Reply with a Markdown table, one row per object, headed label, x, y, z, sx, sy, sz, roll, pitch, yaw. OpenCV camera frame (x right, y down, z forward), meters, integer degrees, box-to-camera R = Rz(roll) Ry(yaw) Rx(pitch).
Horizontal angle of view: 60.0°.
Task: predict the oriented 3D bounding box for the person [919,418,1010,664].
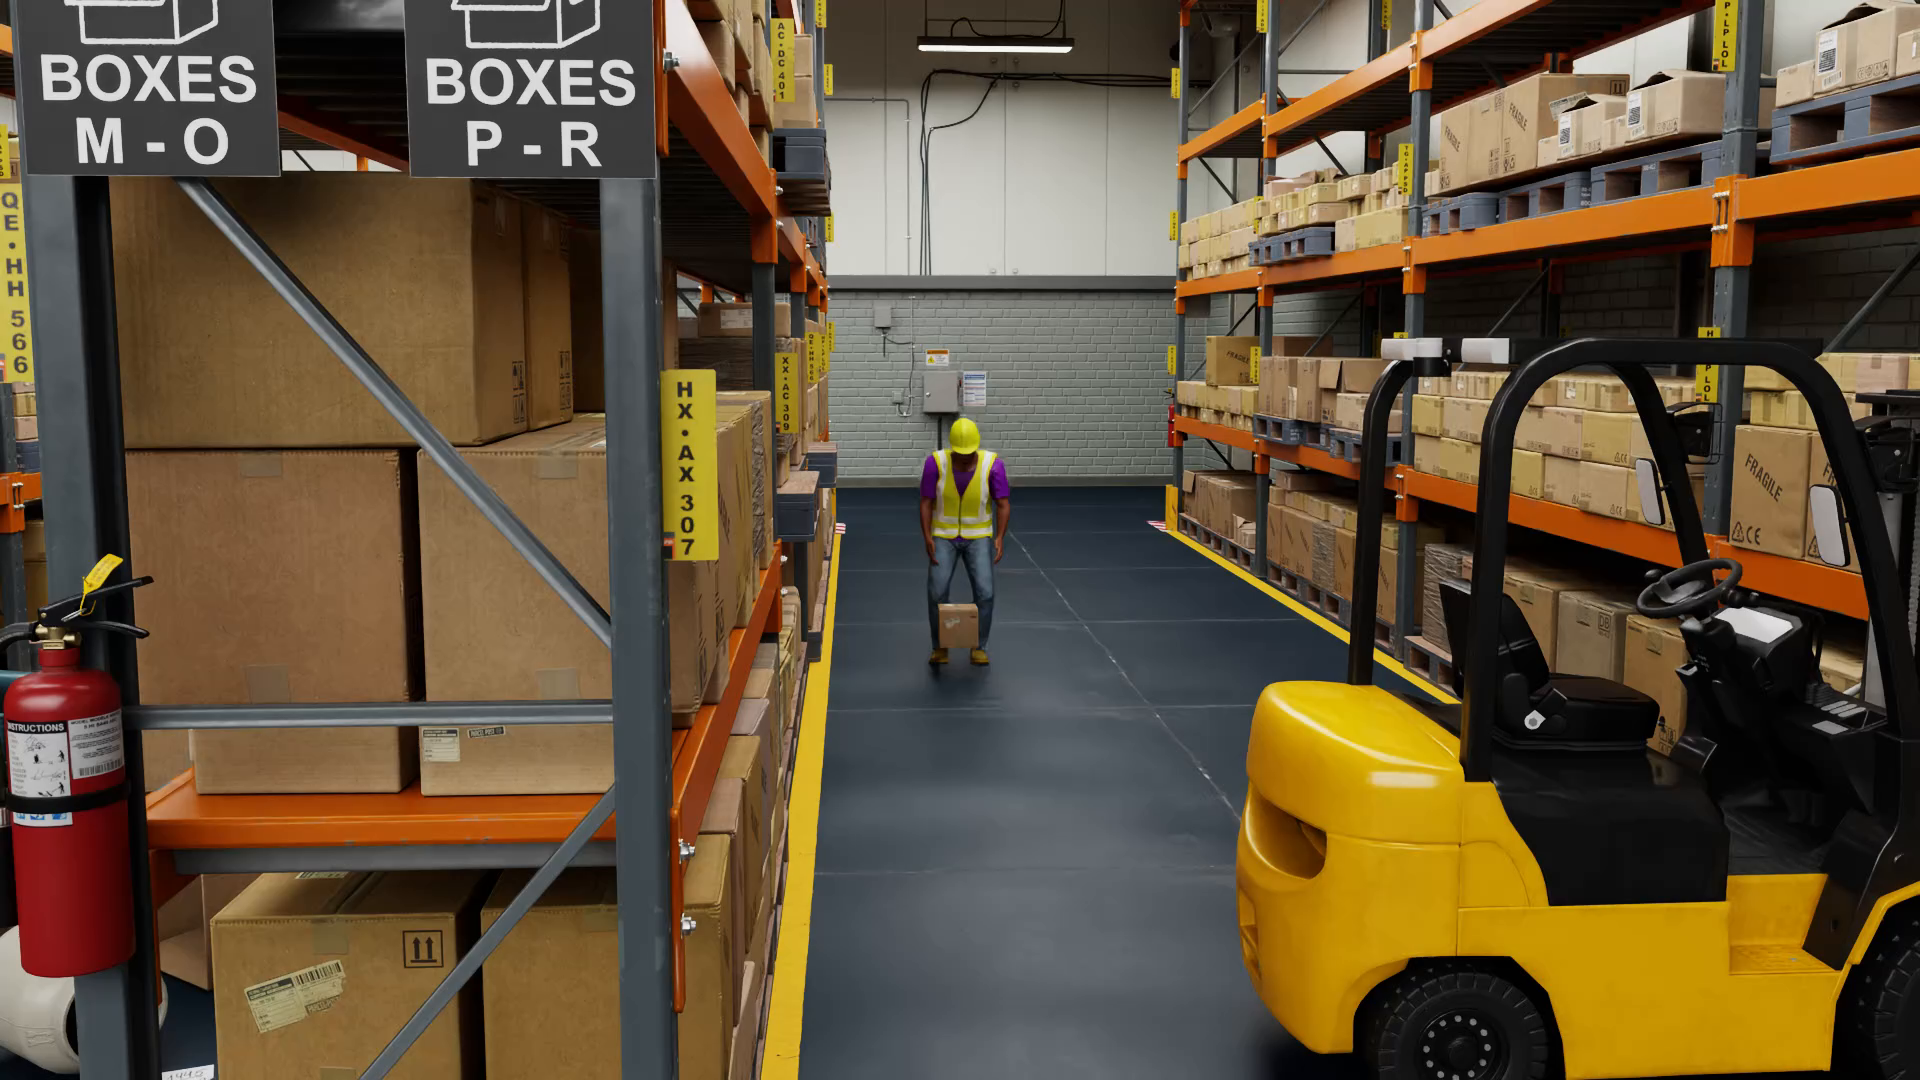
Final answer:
| label | x | y | z | sx | sy | sz | roll | pitch | yaw |
| --- | --- | --- | --- | --- | --- | --- | --- | --- | --- |
| person | 0.032 | 0.003 | 11.112 | 0.610 | 1.651 | 0.554 | 0 | 7 | 3 |
